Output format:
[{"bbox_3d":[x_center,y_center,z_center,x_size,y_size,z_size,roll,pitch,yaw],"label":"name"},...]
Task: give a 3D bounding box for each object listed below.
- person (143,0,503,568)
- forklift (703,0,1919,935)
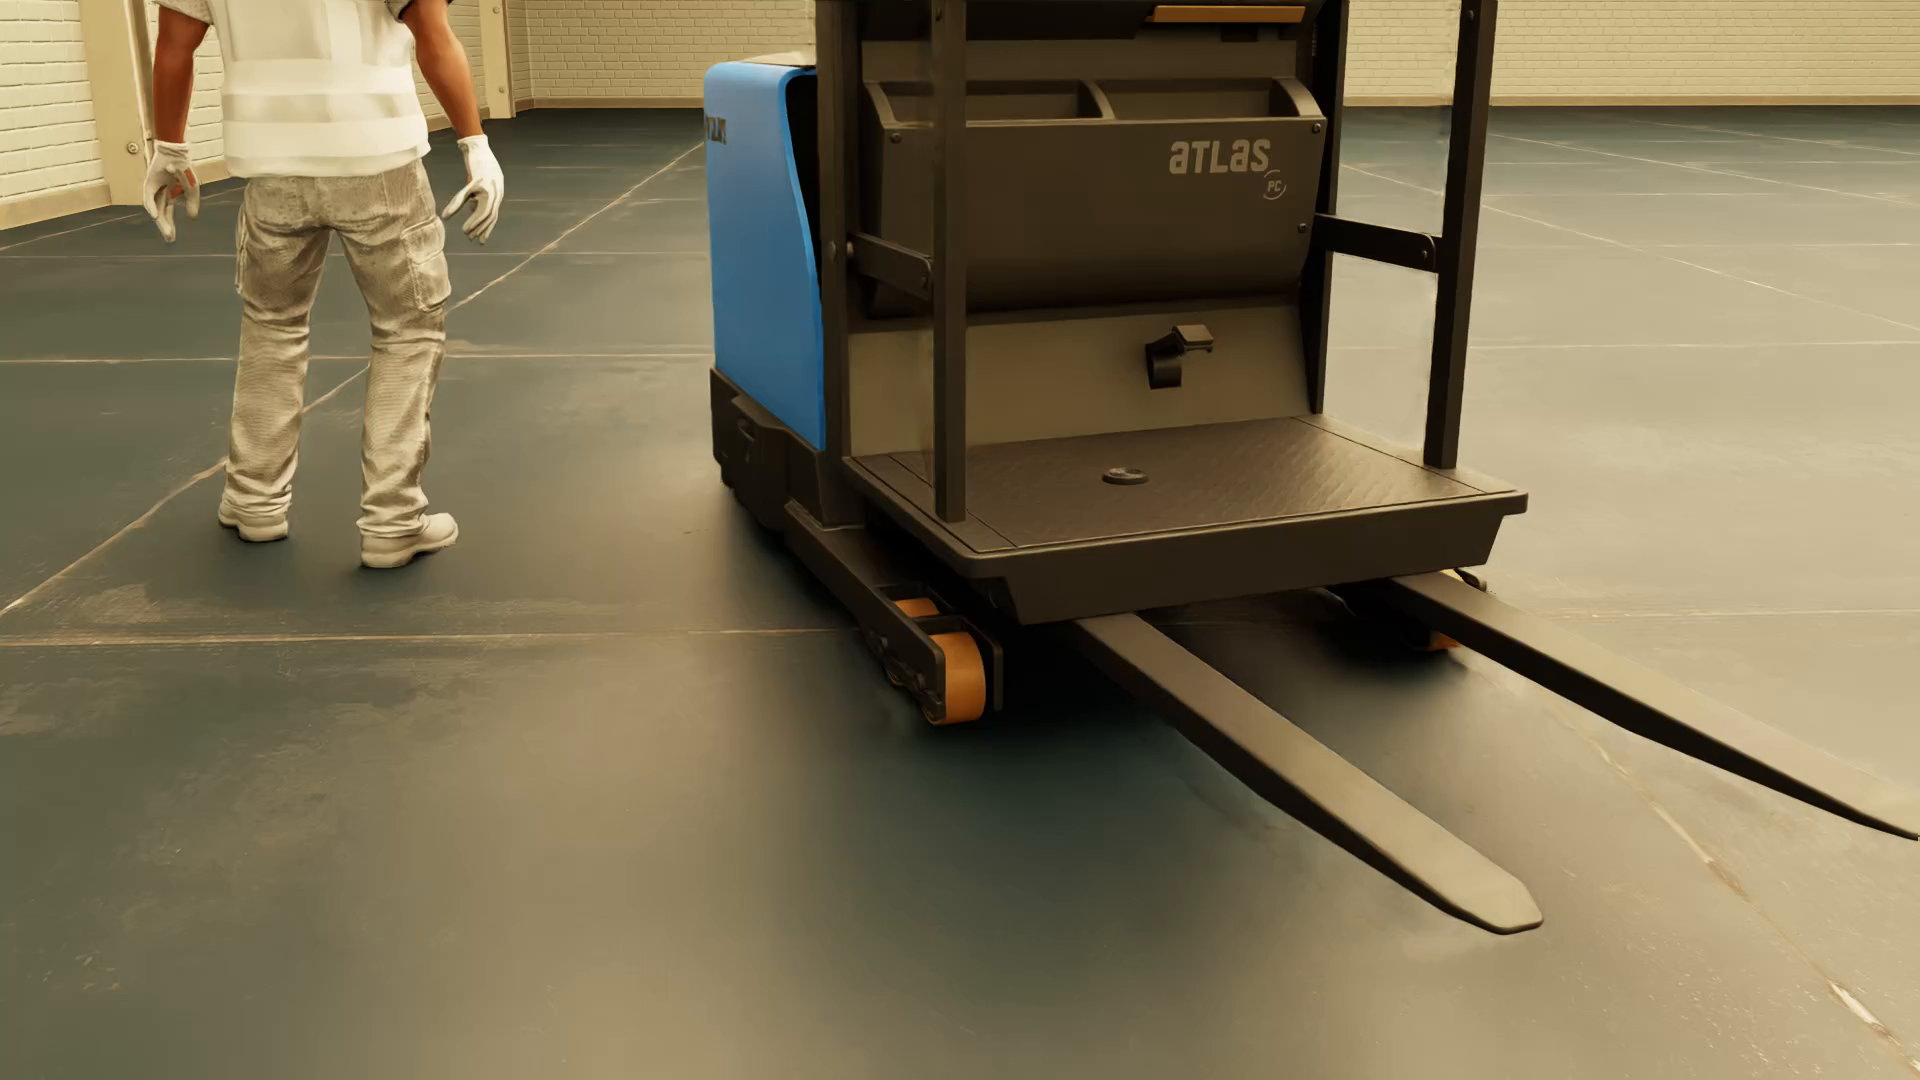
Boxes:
[{"bbox_3d":[-1.387,-0.833,3.671,0.877,1.746,0.440,3,17,8],"label":"person"},{"bbox_3d":[0.348,-1.217,2.885,1.130,2.935,3.031,-6,18,-20],"label":"forklift"}]
